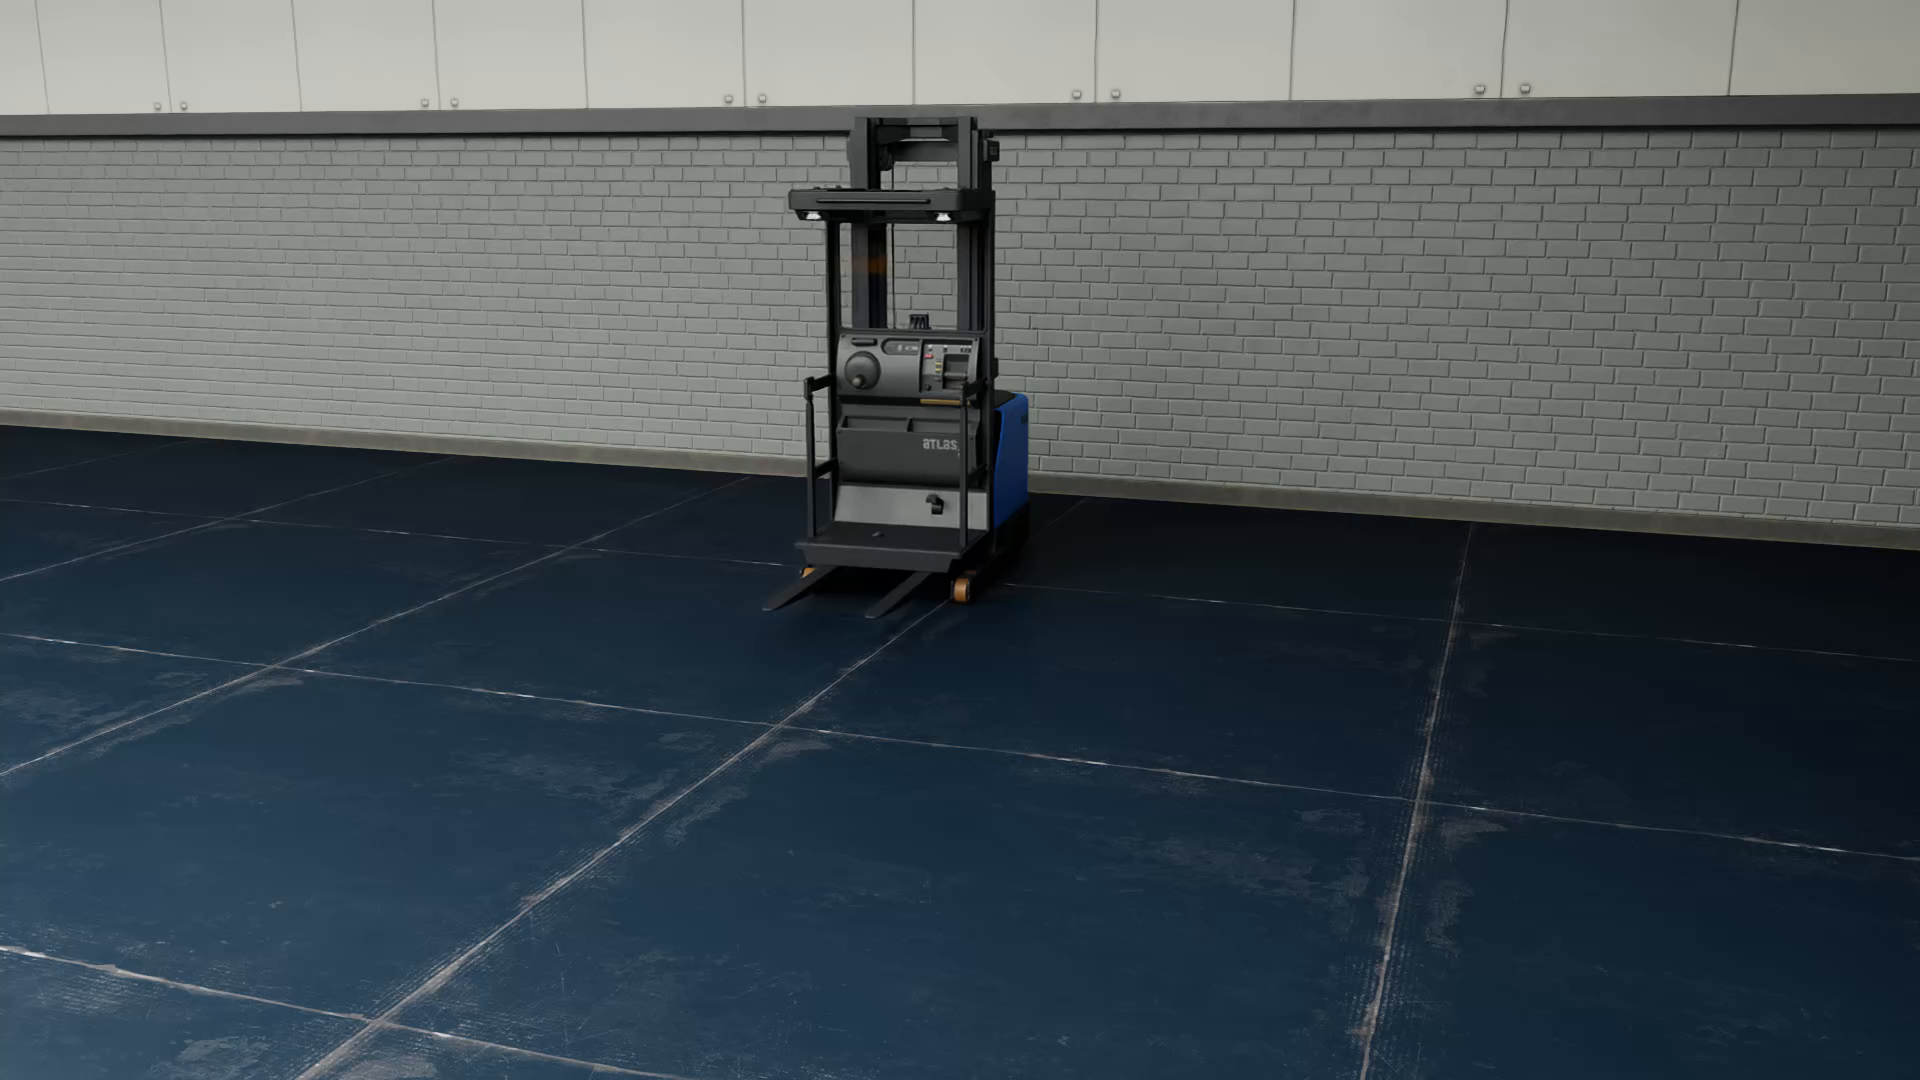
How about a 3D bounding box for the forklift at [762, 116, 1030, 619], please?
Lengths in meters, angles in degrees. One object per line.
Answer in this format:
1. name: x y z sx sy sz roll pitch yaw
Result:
1. forklift: -0.384 -1.130 10.352 1.130 2.935 3.031 3 13 15
